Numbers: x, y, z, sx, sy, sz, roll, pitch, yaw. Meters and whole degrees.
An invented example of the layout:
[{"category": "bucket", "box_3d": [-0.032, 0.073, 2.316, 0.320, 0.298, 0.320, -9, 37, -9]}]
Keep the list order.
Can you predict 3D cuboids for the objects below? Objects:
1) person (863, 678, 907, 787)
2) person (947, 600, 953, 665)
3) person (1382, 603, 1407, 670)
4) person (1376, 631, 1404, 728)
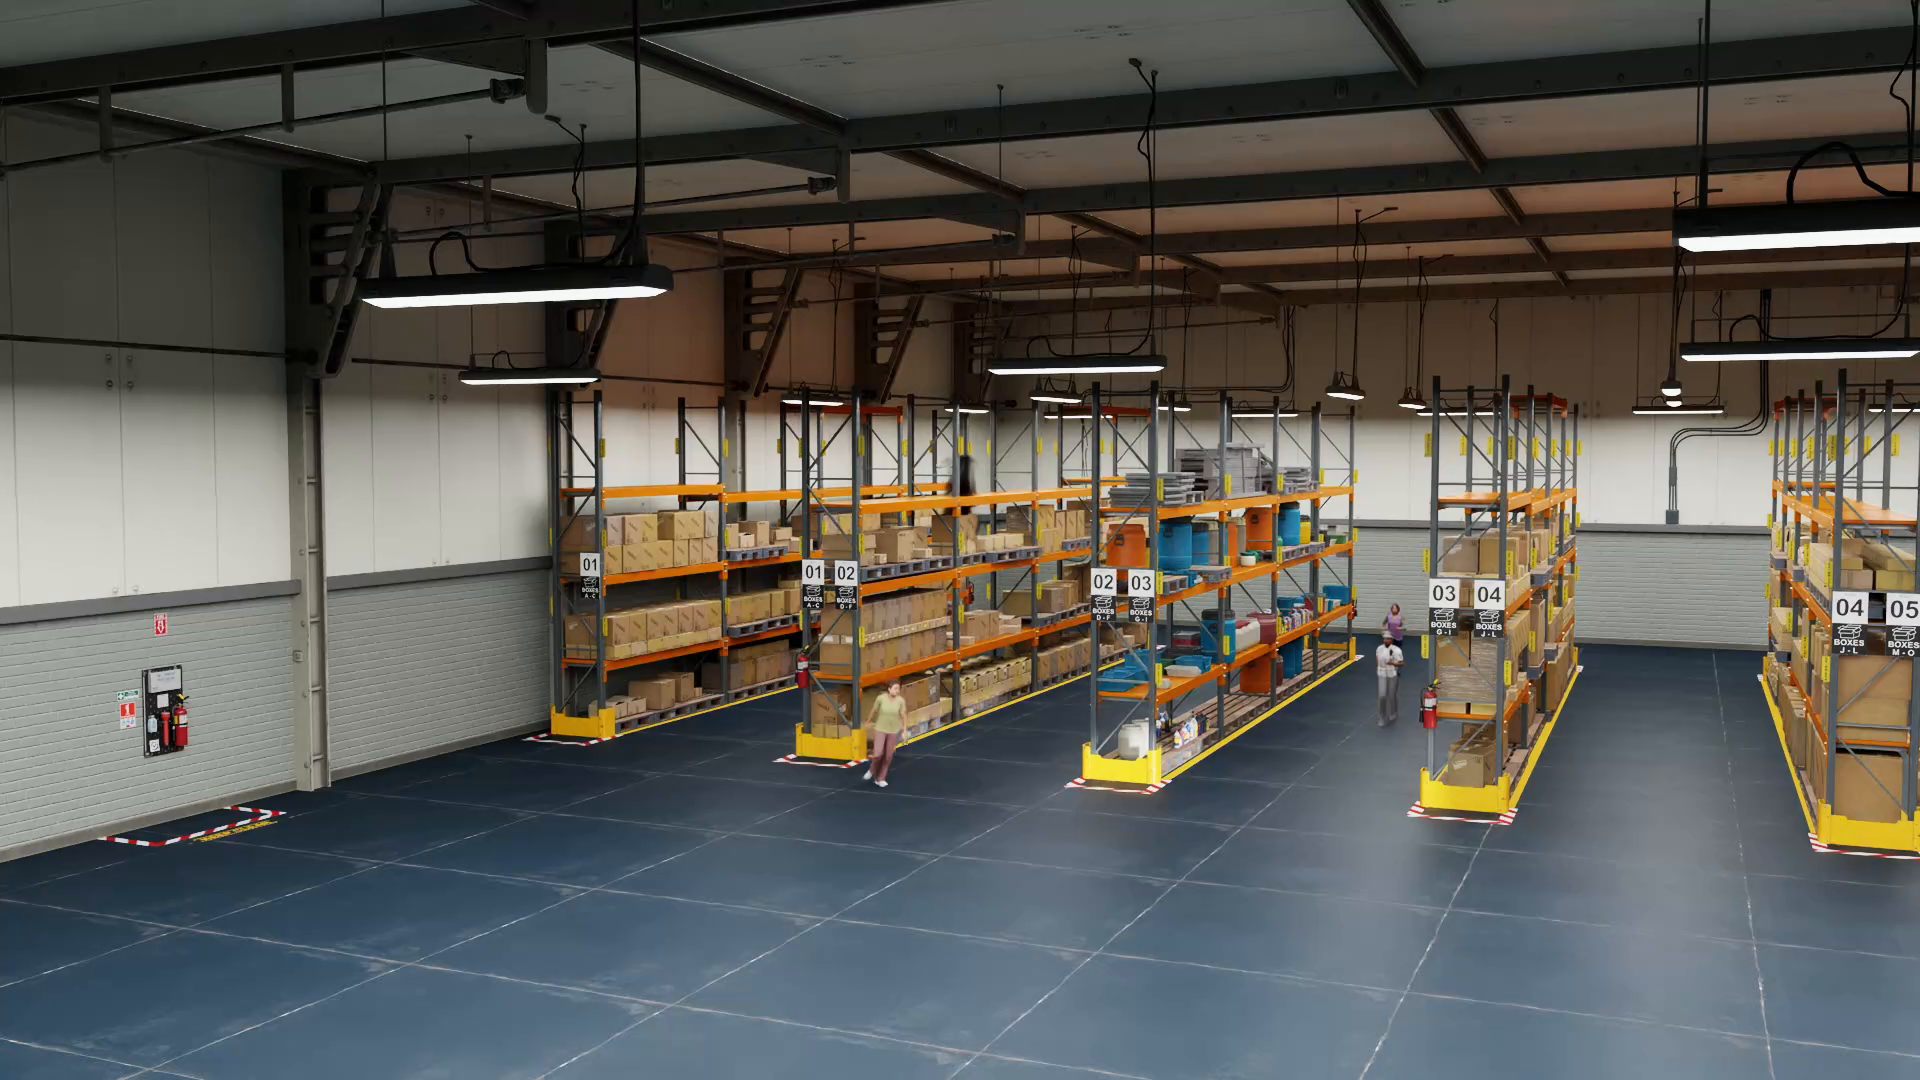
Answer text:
[{"category": "person", "box_3d": [-1.106, 2.808, 24.559, 0.615, 1.568, 0.546, -1, 3, -16]}, {"category": "person", "box_3d": [-0.194, 2.185, 35.641, 0.624, 1.791, 0.854, 2, 4, 30]}, {"category": "person", "box_3d": [9.475, 2.178, 36.271, 0.523, 1.593, 0.887, 1, 3, 12]}, {"category": "person", "box_3d": [7.740, 2.491, 30.013, 0.552, 1.737, 0.751, 1, 3, 25]}]
